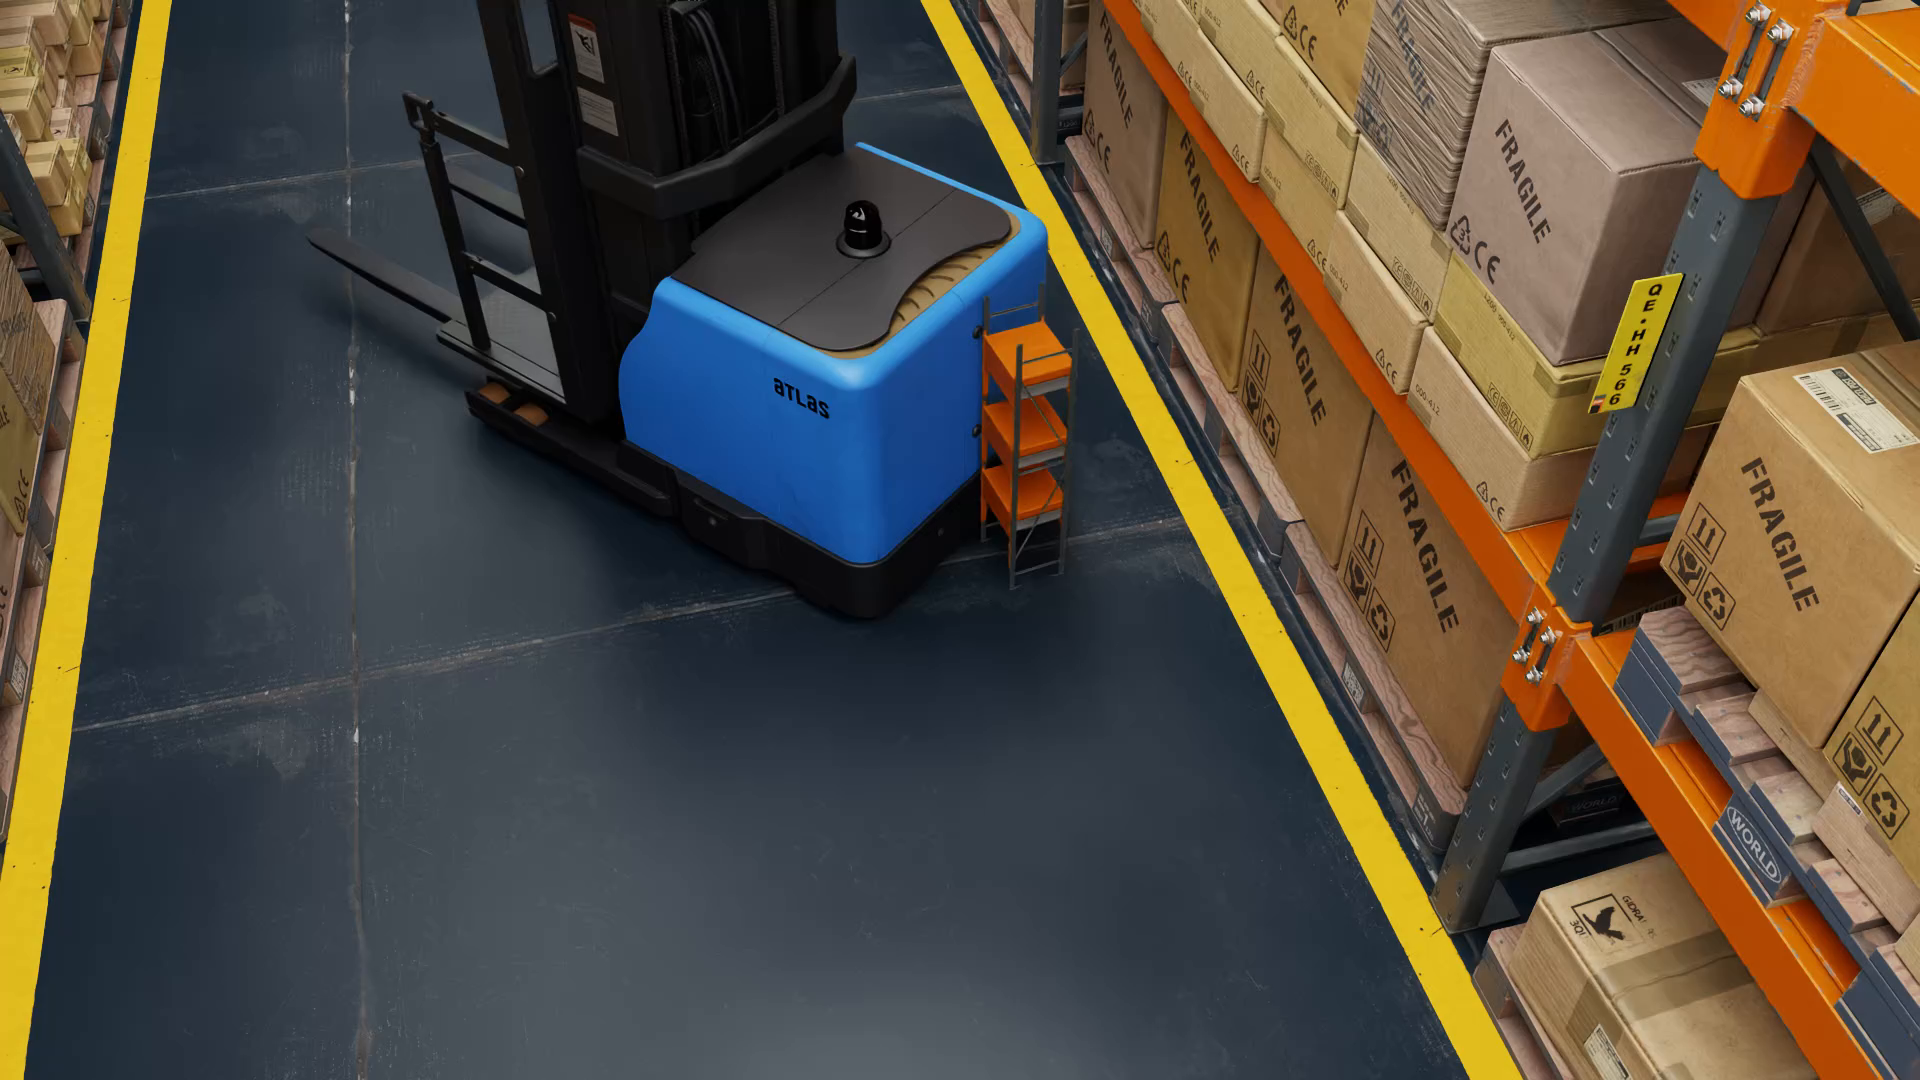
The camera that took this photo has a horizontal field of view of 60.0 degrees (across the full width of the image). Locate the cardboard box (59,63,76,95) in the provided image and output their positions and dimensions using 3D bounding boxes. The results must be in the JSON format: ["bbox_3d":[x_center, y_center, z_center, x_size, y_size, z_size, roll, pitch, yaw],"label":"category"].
[{"bbox_3d":[-4.129,-2.010,7.321,0.380,0.149,0.250,-13,47,-12],"label":"cardboard box"}]

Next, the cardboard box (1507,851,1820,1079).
[{"bbox_3d":[1.970,1.092,4.125,0.950,0.372,0.625,-14,47,-13],"label":"cardboard box"}]

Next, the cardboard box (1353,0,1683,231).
[{"bbox_3d":[1.310,-1.119,3.976,0.500,0.500,0.500,-10,46,-10],"label":"cardboard box"}]

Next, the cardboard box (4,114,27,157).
[{"bbox_3d":[-3.836,-1.492,6.398,0.380,0.149,0.250,-9,46,-9],"label":"cardboard box"}]

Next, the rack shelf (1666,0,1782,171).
[{"bbox_3d":[1.323,-2.251,4.259,1.077,0.370,4.000,-11,47,-10],"label":"rack shelf"}]

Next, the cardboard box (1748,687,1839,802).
[{"bbox_3d":[1.778,0.328,3.210,0.380,0.149,0.250,-13,47,-13],"label":"cardboard box"}]

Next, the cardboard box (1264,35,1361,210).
[{"bbox_3d":[1.180,-1.186,4.567,0.500,0.250,0.500,-12,47,-11],"label":"cardboard box"}]

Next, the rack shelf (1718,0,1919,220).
[{"bbox_3d":[2.347,0.510,1.553,1.077,0.370,4.000,-11,47,-10],"label":"rack shelf"}]

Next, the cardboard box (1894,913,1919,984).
[{"bbox_3d":[1.854,0.719,2.827,0.380,0.149,0.250,-10,47,-10],"label":"cardboard box"}]

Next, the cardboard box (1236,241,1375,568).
[{"bbox_3d":[1.514,-0.584,5.416,0.875,0.875,0.875,-10,46,-10],"label":"cardboard box"}]

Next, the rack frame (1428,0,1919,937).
[{"bbox_3d":[1.835,-0.072,3.721,1.000,3.000,0.127,-11,47,-10],"label":"rack frame"}]

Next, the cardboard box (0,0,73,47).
[{"bbox_3d":[-4.037,-2.225,7.116,0.380,0.149,0.250,-10,46,-9],"label":"cardboard box"}]

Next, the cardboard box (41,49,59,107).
[{"bbox_3d":[-4.047,-1.928,7.033,0.380,0.149,0.250,-13,47,-12],"label":"cardboard box"}]

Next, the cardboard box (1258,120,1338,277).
[{"bbox_3d":[1.195,-1.022,4.756,0.500,0.250,0.500,-11,47,-11],"label":"cardboard box"}]

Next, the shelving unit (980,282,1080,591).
[{"bbox_3d":[0.211,-0.306,5.315,0.215,1.050,0.252,-17,48,-16],"label":"shelving unit"}]

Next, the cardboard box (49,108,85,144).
[{"bbox_3d":[-3.913,-1.664,6.983,0.380,0.149,0.250,-11,47,-11],"label":"cardboard box"}]

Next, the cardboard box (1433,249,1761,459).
[{"bbox_3d":[1.465,-0.483,3.878,0.500,0.250,0.500,-11,47,-10],"label":"cardboard box"}]

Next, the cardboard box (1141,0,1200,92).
[{"bbox_3d":[0.918,-1.716,5.436,0.500,0.250,0.500,-11,47,-11],"label":"cardboard box"}]

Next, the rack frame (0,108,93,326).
[{"bbox_3d":[-3.948,-1.859,5.472,1.000,3.000,0.127,-11,47,-10],"label":"rack frame"}]

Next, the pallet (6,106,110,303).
[{"bbox_3d":[-4.155,-1.340,6.916,1.003,0.211,1.213,-11,47,-10],"label":"pallet"}]

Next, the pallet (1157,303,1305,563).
[{"bbox_3d":[1.397,-0.495,6.087,1.003,0.211,1.213,-11,47,-10],"label":"pallet"}]

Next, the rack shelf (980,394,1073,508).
[{"bbox_3d":[0.211,-0.299,5.323,0.215,0.259,0.240,-17,48,-16],"label":"rack shelf"}]

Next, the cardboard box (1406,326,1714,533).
[{"bbox_3d":[1.454,-0.321,4.070,0.500,0.250,0.500,-12,47,-12],"label":"cardboard box"}]

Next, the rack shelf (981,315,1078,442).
[{"bbox_3d":[0.211,-0.497,5.120,0.215,0.259,0.240,-17,48,-16],"label":"rack shelf"}]

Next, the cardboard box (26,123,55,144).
[{"bbox_3d":[-3.883,-1.579,6.691,0.380,0.149,0.250,-10,46,-10],"label":"cardboard box"}]

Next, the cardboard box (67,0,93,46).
[{"bbox_3d":[-4.098,-2.308,7.405,0.380,0.149,0.250,-11,47,-11],"label":"cardboard box"}]

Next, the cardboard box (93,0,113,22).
[{"bbox_3d":[-4.236,-2.562,7.863,0.380,0.149,0.250,-10,46,-10],"label":"cardboard box"}]

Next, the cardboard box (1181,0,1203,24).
[{"bbox_3d":[0.915,-1.893,5.260,0.500,0.250,0.500,-10,46,-10],"label":"cardboard box"}]

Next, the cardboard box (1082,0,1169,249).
[{"bbox_3d":[1.047,-1.824,6.631,0.875,0.875,0.875,-9,46,-9],"label":"cardboard box"}]

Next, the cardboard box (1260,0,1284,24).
[{"bbox_3d":[1.067,-1.814,4.657,0.500,0.500,0.500,-11,47,-11],"label":"cardboard box"}]

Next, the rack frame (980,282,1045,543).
[{"bbox_3d":[0.164,-0.387,5.394,0.200,1.050,0.008,-17,48,-16],"label":"rack frame"}]

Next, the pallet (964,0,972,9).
[{"bbox_3d":[0.376,-3.241,8.778,1.003,0.211,1.213,-11,47,-10],"label":"pallet"}]

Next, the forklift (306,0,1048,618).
[{"bbox_3d":[-1.193,-1.635,5.300,3.031,2.935,1.130,28,52,25],"label":"forklift"}]

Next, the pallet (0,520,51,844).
[{"bbox_3d":[-3.432,0.498,5.114,1.003,0.211,1.213,-11,47,-10],"label":"pallet"}]

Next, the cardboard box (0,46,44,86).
[{"bbox_3d":[-3.962,-1.859,6.757,0.380,0.149,0.250,-11,47,-11],"label":"cardboard box"}]

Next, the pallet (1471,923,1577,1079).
[{"bbox_3d":[2.033,1.444,4.187,1.003,0.211,1.213,-11,47,-10],"label":"pallet"}]

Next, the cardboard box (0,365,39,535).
[{"bbox_3d":[-3.384,-0.312,5.412,0.500,0.500,0.500,-12,47,-11],"label":"cardboard box"}]

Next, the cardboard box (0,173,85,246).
[{"bbox_3d":[-3.731,-1.318,6.644,0.380,0.149,0.250,-13,47,-12],"label":"cardboard box"}]

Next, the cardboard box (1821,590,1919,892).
[{"bbox_3d":[1.867,0.353,2.731,0.500,0.500,0.500,-9,46,-8],"label":"cardboard box"}]

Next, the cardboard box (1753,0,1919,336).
[{"bbox_3d":[1.945,-0.842,3.705,0.500,0.500,0.500,-12,47,-12],"label":"cardboard box"}]

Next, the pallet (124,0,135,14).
[{"bbox_3d":[-4.779,-3.025,8.567,1.003,0.211,1.213,-11,47,-10],"label":"pallet"}]
